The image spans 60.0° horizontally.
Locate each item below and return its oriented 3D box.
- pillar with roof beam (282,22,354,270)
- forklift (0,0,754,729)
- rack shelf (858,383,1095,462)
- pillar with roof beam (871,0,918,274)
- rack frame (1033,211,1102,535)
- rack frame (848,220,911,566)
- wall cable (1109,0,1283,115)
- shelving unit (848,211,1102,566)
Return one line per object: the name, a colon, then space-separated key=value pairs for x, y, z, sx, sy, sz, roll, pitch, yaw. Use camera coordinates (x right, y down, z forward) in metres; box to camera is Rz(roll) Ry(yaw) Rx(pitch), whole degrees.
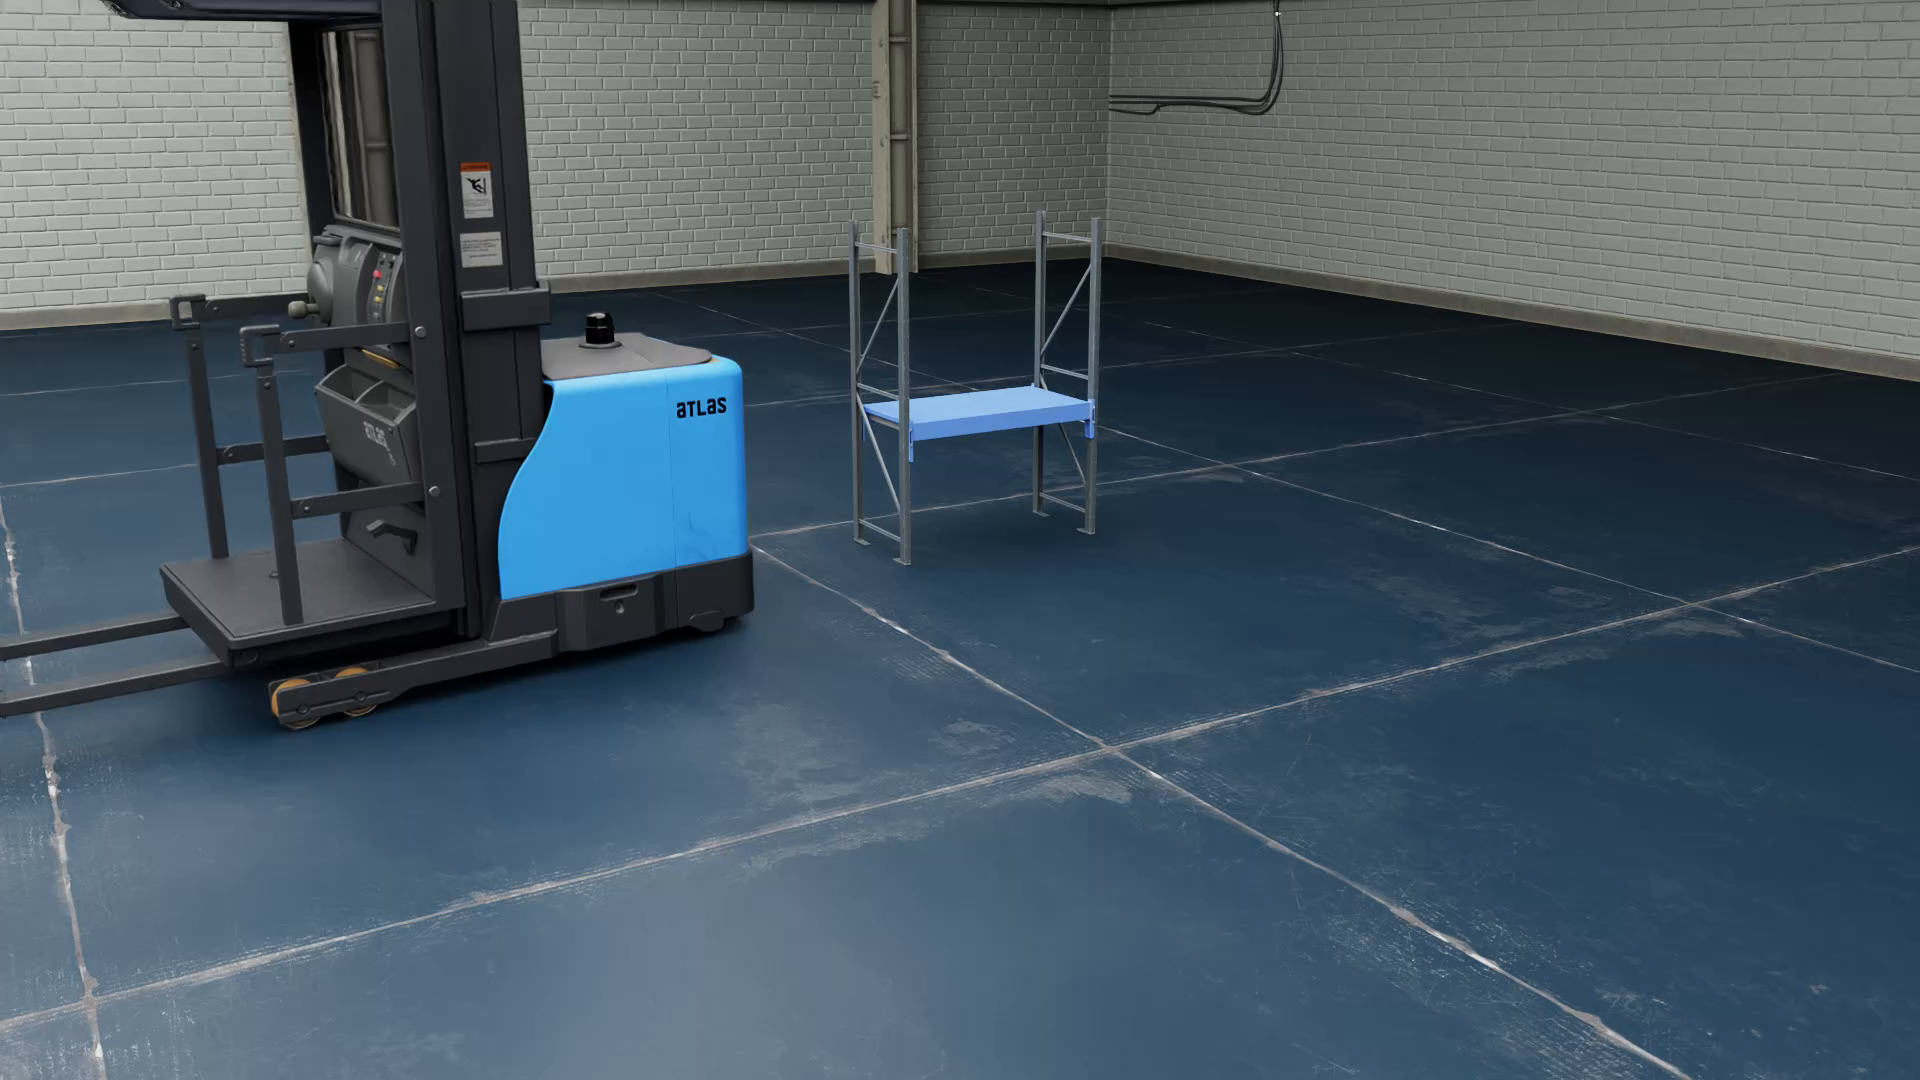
pillar with roof beam: x=-3.637 y=-5.501 z=10.863 sx=0.400 sy=9.000 sz=9.100 roll=-9 pitch=18 yaw=-30
forklift: x=-2.313 y=-0.933 z=5.808 sx=3.031 sy=2.935 sz=1.130 roll=-11 pitch=19 yaw=-35
rack shelf: x=0.073 y=-0.561 z=7.798 sx=1.000 sy=0.185 sz=0.538 roll=-9 pitch=18 yaw=-30
pillar with roof beam: x=1.506 y=-6.335 z=13.838 sx=0.400 sy=9.000 sz=9.100 roll=-9 pitch=18 yaw=-30
rack frame: x=0.509 y=-0.805 z=8.002 sx=0.032 sy=1.500 sz=0.500 roll=-9 pitch=18 yaw=-30
rack frame: x=-0.363 y=-0.663 z=7.498 sx=0.032 sy=1.500 sz=0.500 roll=-9 pitch=18 yaw=-30
wall cable: x=2.496 y=-5.940 z=18.180 sx=0.112 sy=2.526 sz=3.097 roll=-9 pitch=18 yaw=-30
shelving unit: x=0.073 y=-0.734 z=7.750 sx=1.048 sy=1.500 sz=0.538 roll=-9 pitch=18 yaw=-30
